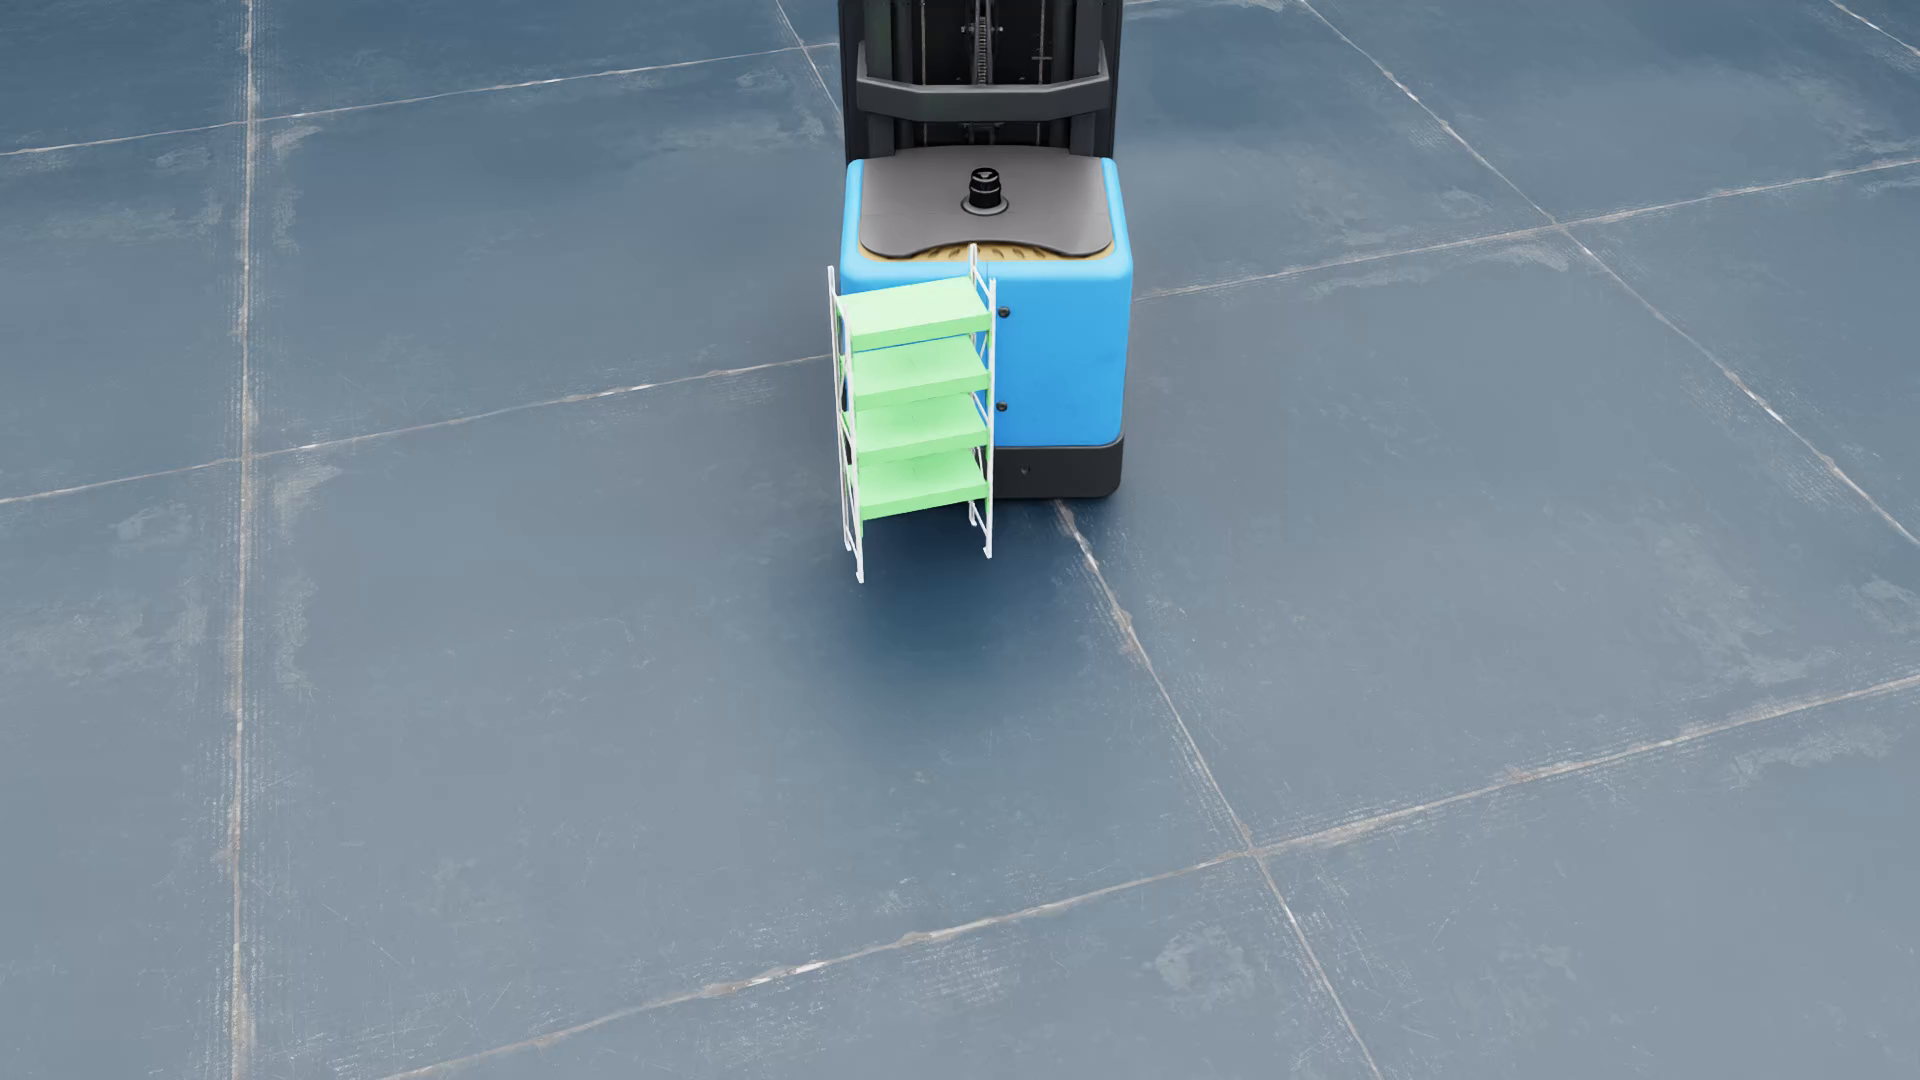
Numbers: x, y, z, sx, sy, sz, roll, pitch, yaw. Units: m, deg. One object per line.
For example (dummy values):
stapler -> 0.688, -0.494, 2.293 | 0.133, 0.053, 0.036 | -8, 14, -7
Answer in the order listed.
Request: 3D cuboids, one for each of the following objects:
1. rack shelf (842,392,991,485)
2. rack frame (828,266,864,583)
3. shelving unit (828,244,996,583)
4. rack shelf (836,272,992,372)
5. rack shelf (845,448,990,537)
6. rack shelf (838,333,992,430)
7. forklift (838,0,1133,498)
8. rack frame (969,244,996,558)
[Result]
rack shelf -> -0.158, -0.367, 5.856 | 0.480, 0.148, 0.258 | -11, 42, -12
rack frame -> -0.393, -0.370, 5.762 | 0.015, 1.200, 0.240 | -11, 42, -12
shelving unit -> -0.158, -0.416, 5.814 | 0.503, 1.200, 0.258 | -11, 42, -12
rack shelf -> -0.158, -0.729, 5.540 | 0.480, 0.148, 0.258 | -11, 42, -12
rack shelf -> -0.158, -0.187, 6.014 | 0.480, 0.148, 0.258 | -11, 42, -12
rack shelf -> -0.158, -0.548, 5.698 | 0.480, 0.148, 0.258 | -11, 42, -12
forklift -> 0.074, -2.204, 6.545 | 1.130, 2.935, 3.031 | -1, 41, -1
rack frame -> 0.076, -0.461, 5.865 | 0.015, 1.200, 0.240 | -11, 42, -12
